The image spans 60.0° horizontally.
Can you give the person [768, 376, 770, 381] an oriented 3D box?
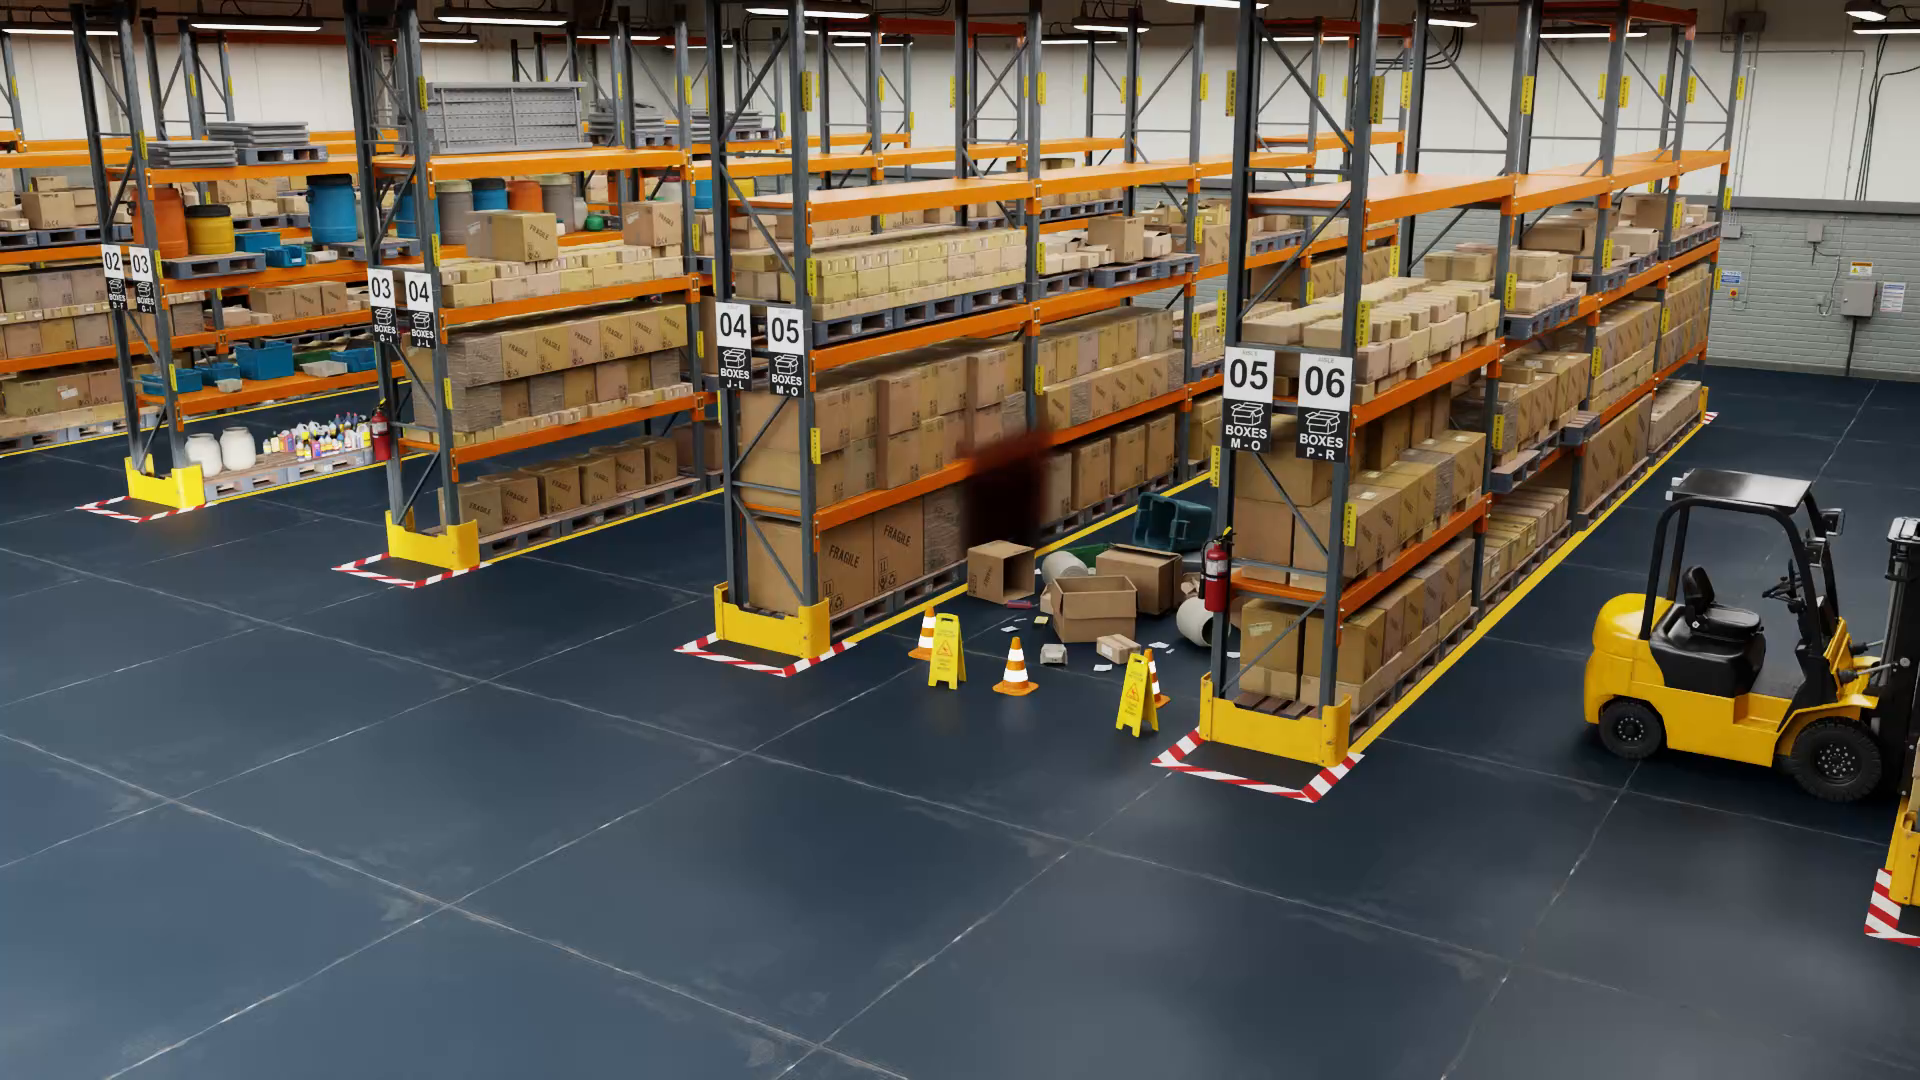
[{"bbox_3d":[-2.252,-1.539,20.919,0.633,1.590,0.696,10,19,33],"label":"person"}]
